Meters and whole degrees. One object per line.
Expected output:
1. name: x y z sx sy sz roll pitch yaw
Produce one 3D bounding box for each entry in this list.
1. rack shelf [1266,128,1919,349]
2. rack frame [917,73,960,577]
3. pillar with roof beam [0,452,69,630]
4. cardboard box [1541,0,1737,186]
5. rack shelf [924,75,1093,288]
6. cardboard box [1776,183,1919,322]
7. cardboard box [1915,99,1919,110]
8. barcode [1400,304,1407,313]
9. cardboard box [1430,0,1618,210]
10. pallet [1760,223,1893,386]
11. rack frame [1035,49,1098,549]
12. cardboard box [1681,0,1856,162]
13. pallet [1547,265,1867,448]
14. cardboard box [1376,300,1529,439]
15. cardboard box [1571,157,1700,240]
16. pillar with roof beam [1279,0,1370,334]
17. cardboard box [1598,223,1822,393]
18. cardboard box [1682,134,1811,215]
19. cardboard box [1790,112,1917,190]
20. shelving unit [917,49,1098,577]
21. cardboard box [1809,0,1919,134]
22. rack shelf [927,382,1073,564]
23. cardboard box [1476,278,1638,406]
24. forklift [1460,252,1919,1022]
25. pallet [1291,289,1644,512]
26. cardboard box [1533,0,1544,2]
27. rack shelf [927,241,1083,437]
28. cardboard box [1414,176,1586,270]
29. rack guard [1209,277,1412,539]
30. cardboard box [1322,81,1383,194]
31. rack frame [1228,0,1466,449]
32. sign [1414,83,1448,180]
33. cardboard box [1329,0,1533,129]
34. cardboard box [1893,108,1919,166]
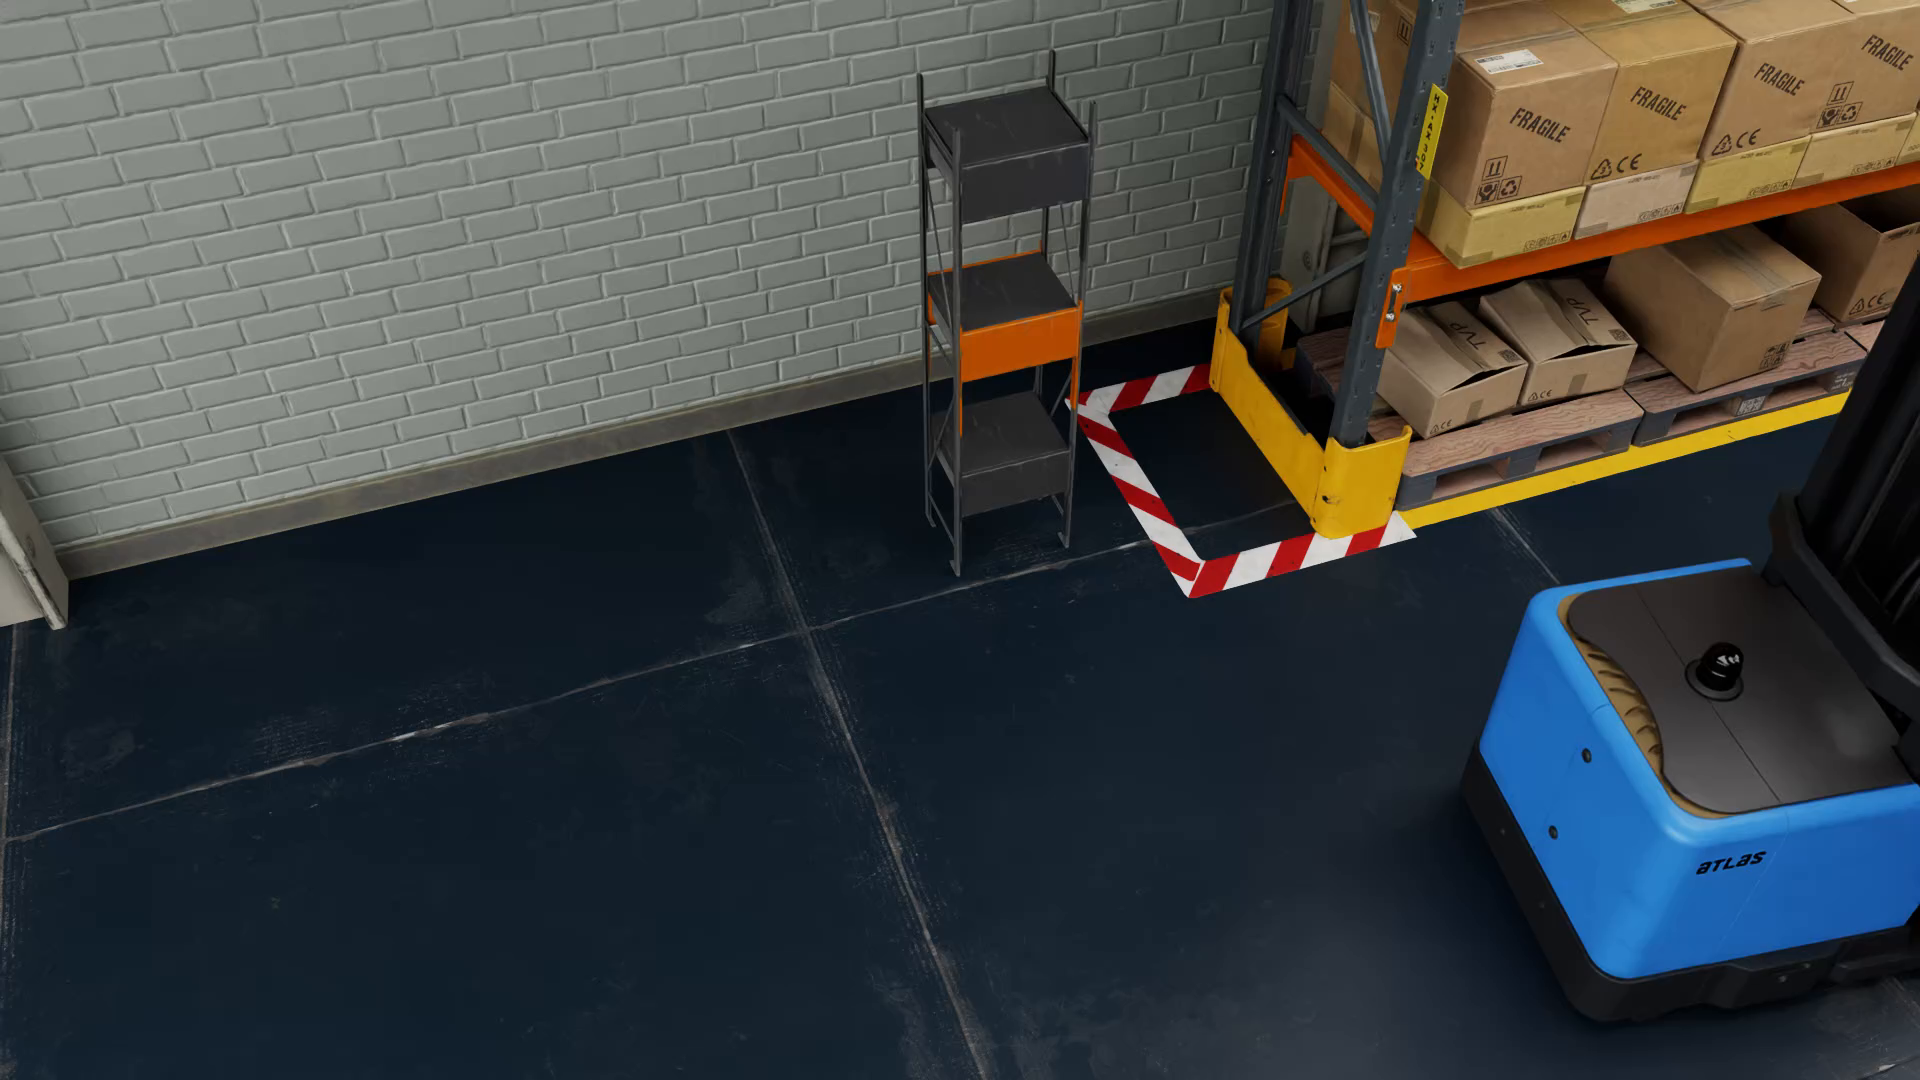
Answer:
1. rack shelf: 3.318 -1.689 7.133 4.000 0.370 1.077 -14 47 -14
2. rack frame: -0.074 -0.722 6.297 0.015 2.100 0.400 -14 47 -14
3. pillar with roof beam: -2.381 -0.014 0.720 0.400 9.000 9.100 -14 47 -14
4. cardboard box: 2.456 -1.708 6.206 0.500 0.500 0.500 -14 47 -14
5. rack shelf: 0.156 -1.266 5.869 0.480 0.518 0.431 -14 47 -14
6. cardboard box: 4.236 -1.421 7.812 0.500 0.500 0.500 -18 48 -17
7. cardboard box: 3.914 -2.086 6.582 0.500 0.500 0.500 -16 47 -15
8. barcode: 1.999 -1.049 7.568 0.075 0.075 0.001 -14 47 -14
9. cardboard box: 1.988 -1.596 6.094 0.500 0.500 0.500 -14 47 -14
10. pallet: 4.579 -1.255 8.161 1.213 0.211 1.003 -14 47 -14
11. rack frame: 0.385 -0.840 6.414 0.015 2.100 0.400 -14 47 -14
12. cardboard box: 2.944 -1.828 6.326 0.500 0.500 0.500 -16 47 -15
13. pallet: 3.430 -0.959 7.866 1.213 0.211 1.003 -14 47 -14
14. cardboard box: 2.118 -0.775 7.301 0.500 0.311 0.500 -19 48 -18
15. cardboard box: 2.487 -1.457 6.485 0.500 0.250 0.500 -16 47 -15
16. pillar with roof beam: 3.263 -1.457 2.158 0.400 9.000 9.100 -14 47 -14
17. cardboard box: 3.361 -1.122 7.514 0.500 0.500 0.700 -17 48 -16
18. cardboard box: 2.968 -1.575 6.603 0.500 0.250 0.500 -15 47 -14
19. cardboard box: 3.444 -1.695 6.723 0.500 0.250 0.500 -14 47 -14
20. shelving unit: 0.156 -0.781 6.355 0.503 2.100 0.431 -14 47 -14
21. cardboard box: 3.425 -1.960 6.457 0.500 0.500 0.500 -13 47 -13
22. rack shelf: 0.156 -0.277 6.861 0.480 0.518 0.431 -14 47 -14
23. cardboard box: 2.654 -0.912 7.438 0.500 0.311 0.500 -11 46 -11
24. forklift: 3.393 0.012 4.978 3.031 2.935 1.130 -8 46 -8
25. pallet: 2.284 -0.668 7.576 1.213 0.211 1.003 -14 47 -14
26. cardboard box: 2.284 -2.051 6.548 0.500 0.500 0.500 -14 47 -13
27. rack shelf: 0.156 -0.771 6.365 0.480 0.518 0.431 -14 47 -14
28. cardboard box: 2.003 -1.322 6.351 0.500 0.250 0.500 -16 47 -15
29. rack guard: 1.508 -0.598 7.302 0.348 0.500 1.175 -14 47 -14
30. cardboard box: 1.810 -1.658 6.686 0.500 0.250 0.500 -14 47 -13
31. rack frame: 1.437 -1.462 6.399 0.127 3.000 1.000 -14 47 -14
32. sign: 1.621 -1.406 5.732 0.005 0.325 0.100 -14 47 -14
33. cardboard box: 1.808 -1.936 6.433 0.500 0.500 0.500 -15 47 -14
34. cardboard box: 3.917 -1.817 6.844 0.500 0.250 0.500 -15 47 -14
